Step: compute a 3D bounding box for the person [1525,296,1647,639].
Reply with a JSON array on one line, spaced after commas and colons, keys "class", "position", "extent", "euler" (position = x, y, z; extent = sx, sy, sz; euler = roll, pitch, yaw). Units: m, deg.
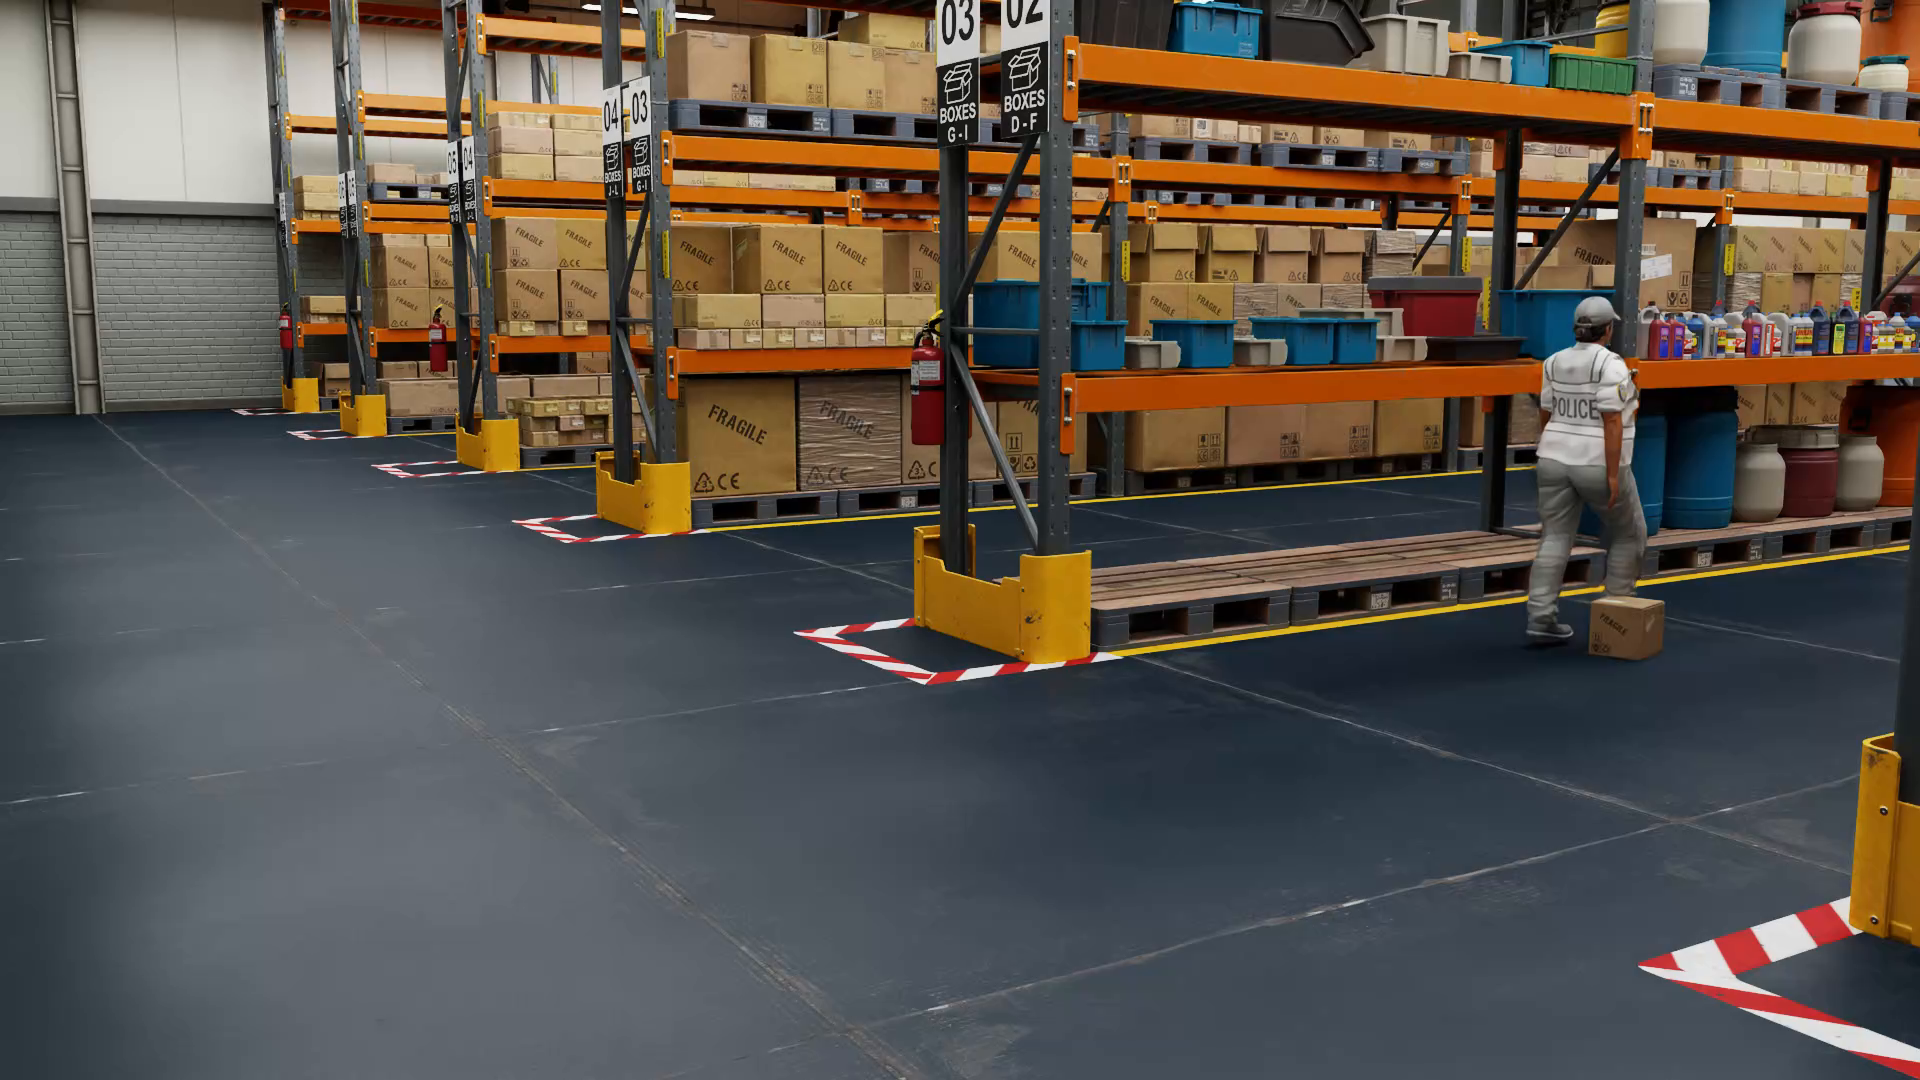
[{"class": "person", "position": [3.029, -0.304, 8.026], "extent": [0.654, 1.720, 0.496], "euler": [-6, 10, -37]}]
